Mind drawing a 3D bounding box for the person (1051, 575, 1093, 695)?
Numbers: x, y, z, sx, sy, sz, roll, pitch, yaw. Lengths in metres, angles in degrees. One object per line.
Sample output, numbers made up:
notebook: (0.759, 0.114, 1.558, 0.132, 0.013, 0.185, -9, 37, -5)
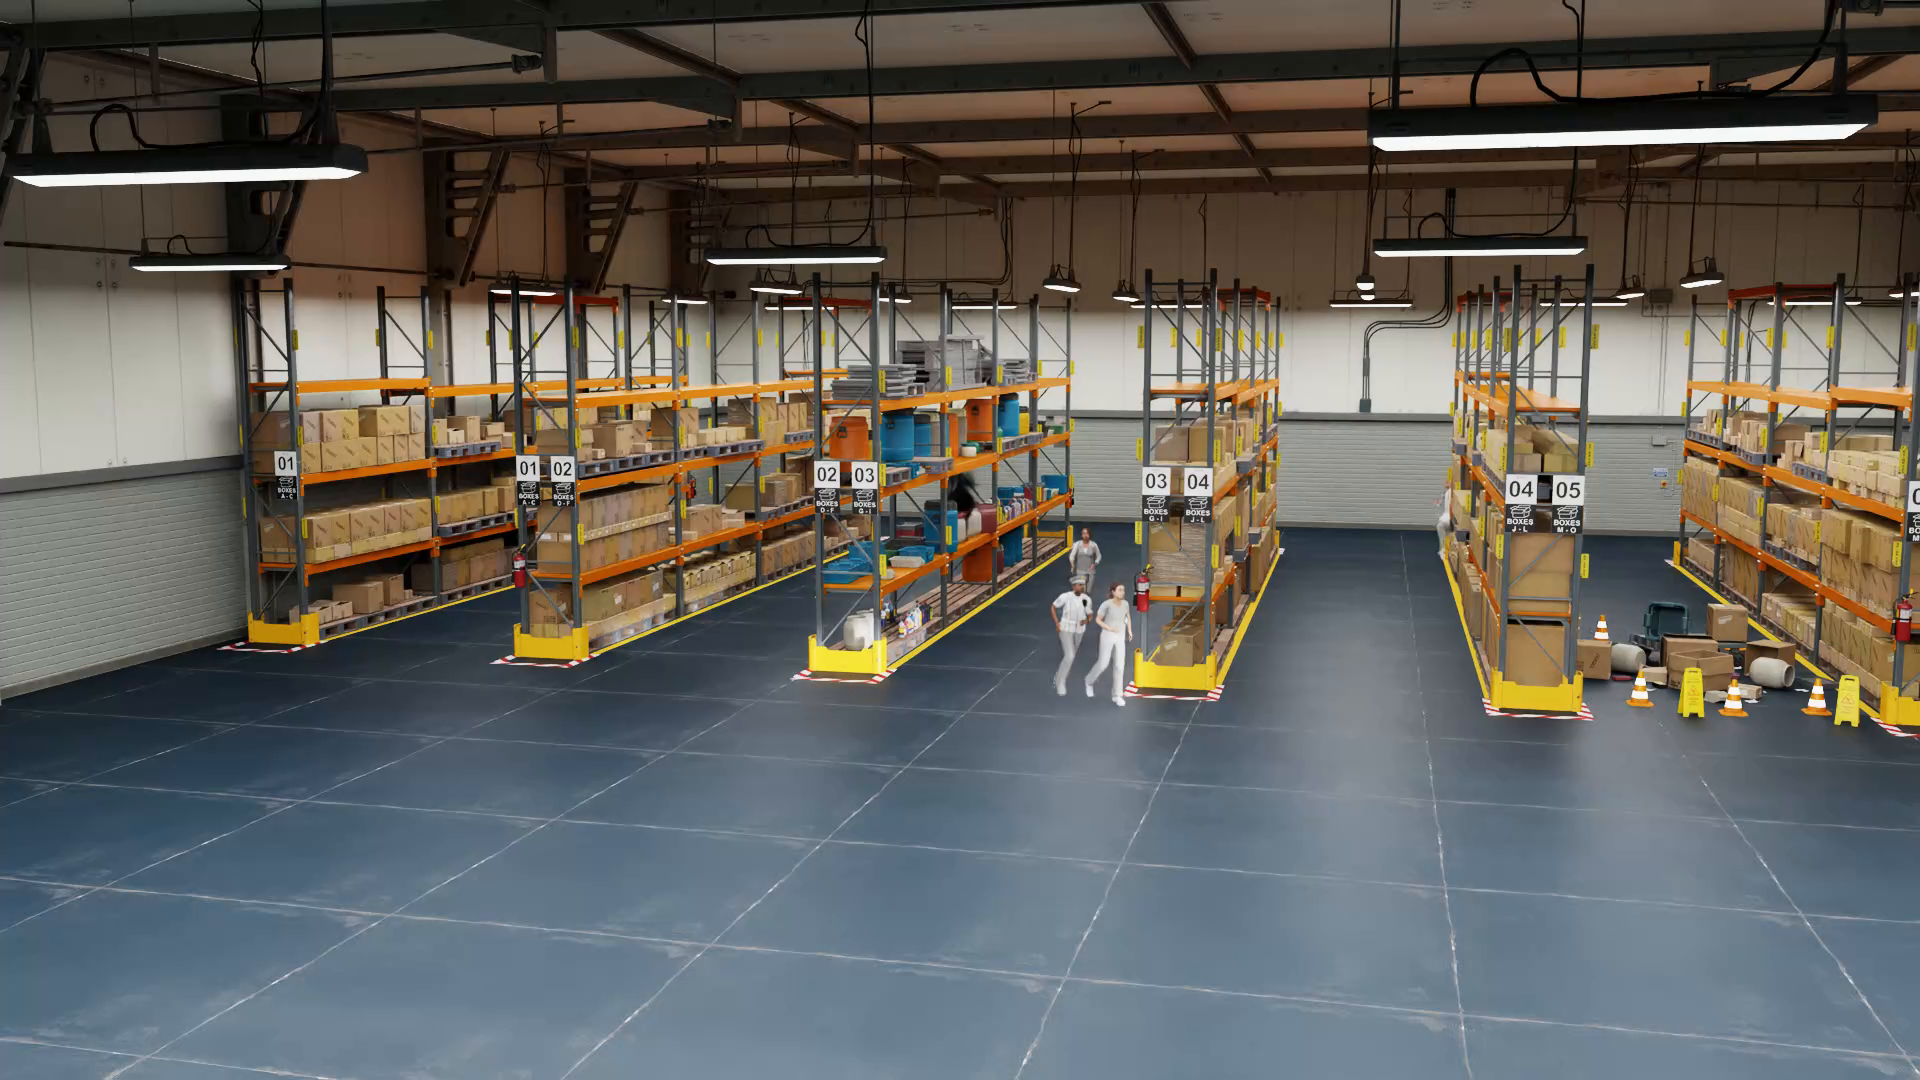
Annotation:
person: (1.602, 1.344, 23.774, 0.585, 1.713, 0.657, -3, 7, -23)

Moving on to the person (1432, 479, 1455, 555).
person: (11.554, -0.551, 39.140, 0.885, 1.811, 0.727, 0, 7, 2)

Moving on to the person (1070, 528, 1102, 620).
person: (2.123, 0.580, 28.199, 0.547, 1.576, 0.483, 1, 7, 6)

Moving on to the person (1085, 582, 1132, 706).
person: (2.145, 1.400, 23.107, 0.613, 1.670, 0.883, -3, 8, -24)
